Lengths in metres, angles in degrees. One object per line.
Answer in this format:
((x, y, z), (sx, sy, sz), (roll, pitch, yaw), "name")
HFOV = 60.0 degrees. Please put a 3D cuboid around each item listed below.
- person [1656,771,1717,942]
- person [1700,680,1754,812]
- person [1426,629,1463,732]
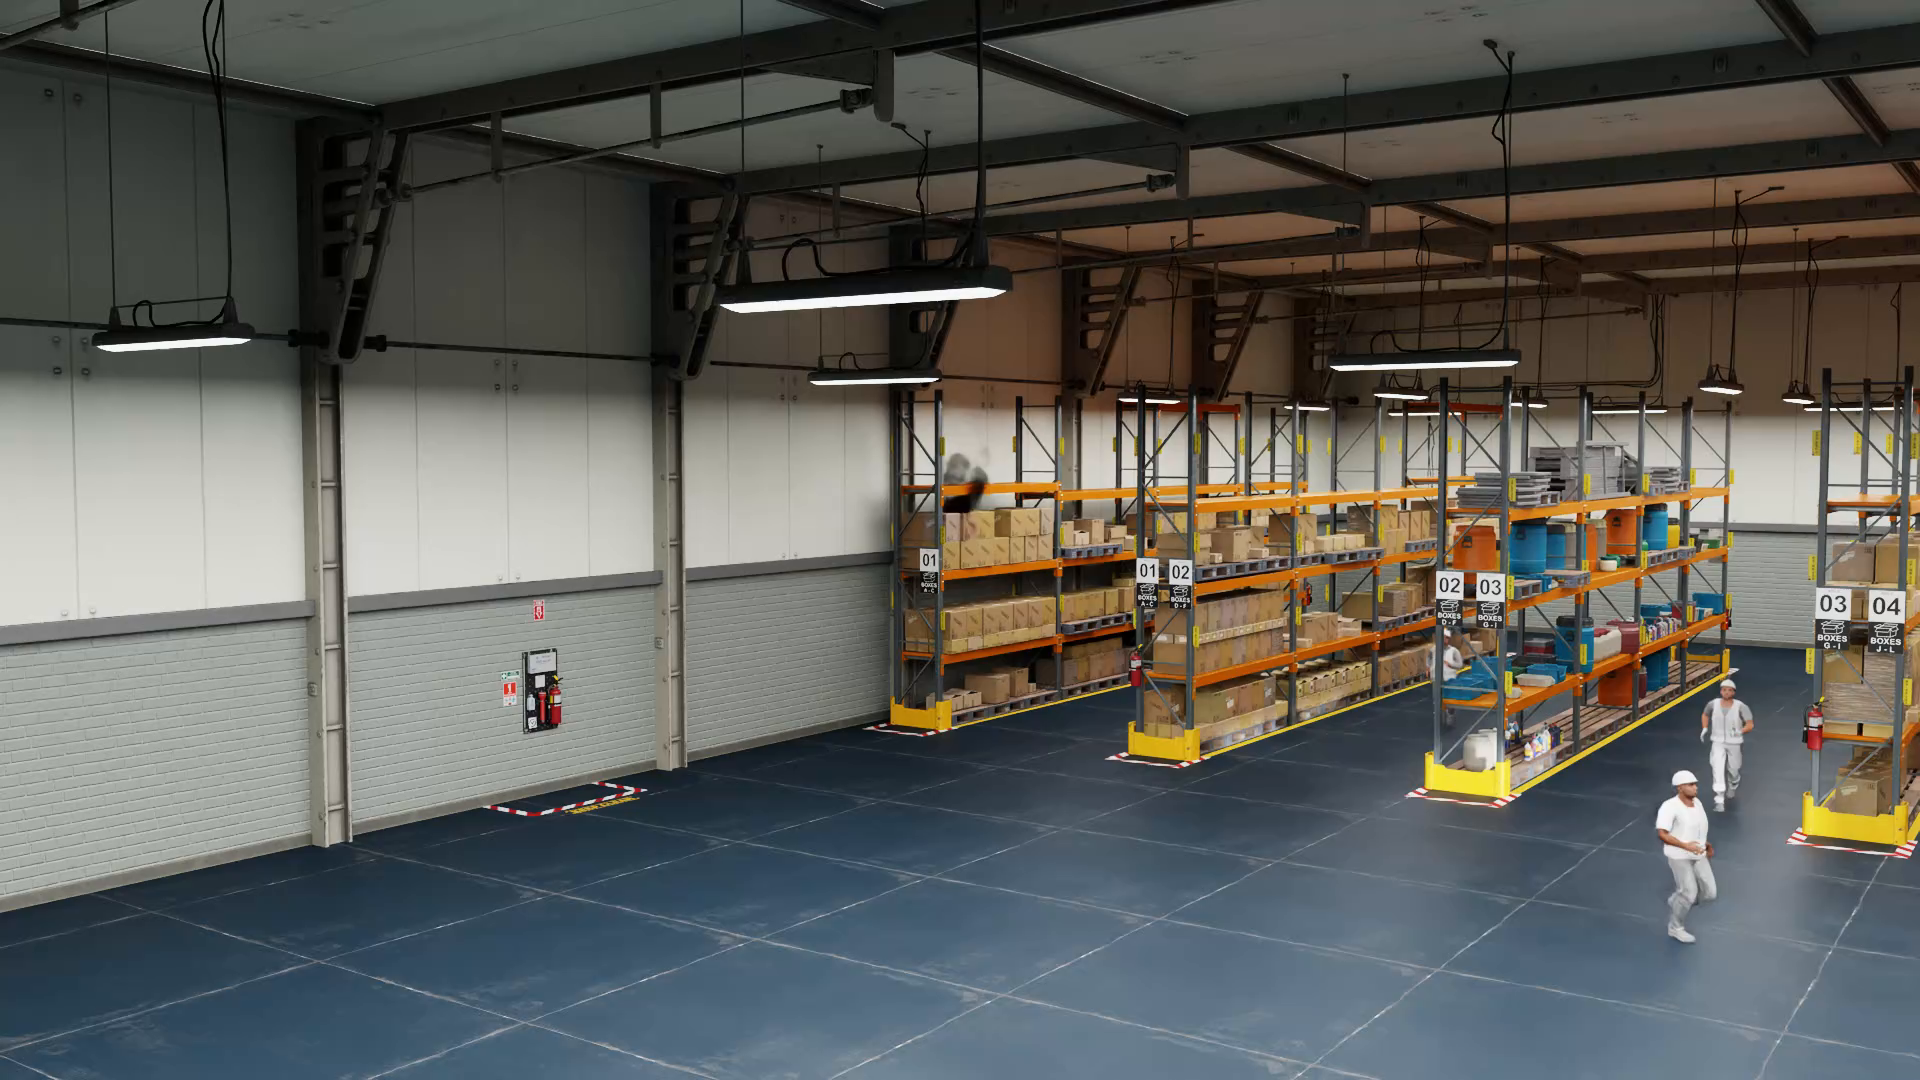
((7.364, 3.196, 16.818), (0.698, 1.720, 0.579), (-2, 4, -28), "person")
((10.551, 2.801, 22.900), (0.677, 1.769, 0.977), (2, 4, 31), "person")
((8.501, 2.448, 29.231), (0.656, 1.758, 0.969), (1, 3, 22), "person")
